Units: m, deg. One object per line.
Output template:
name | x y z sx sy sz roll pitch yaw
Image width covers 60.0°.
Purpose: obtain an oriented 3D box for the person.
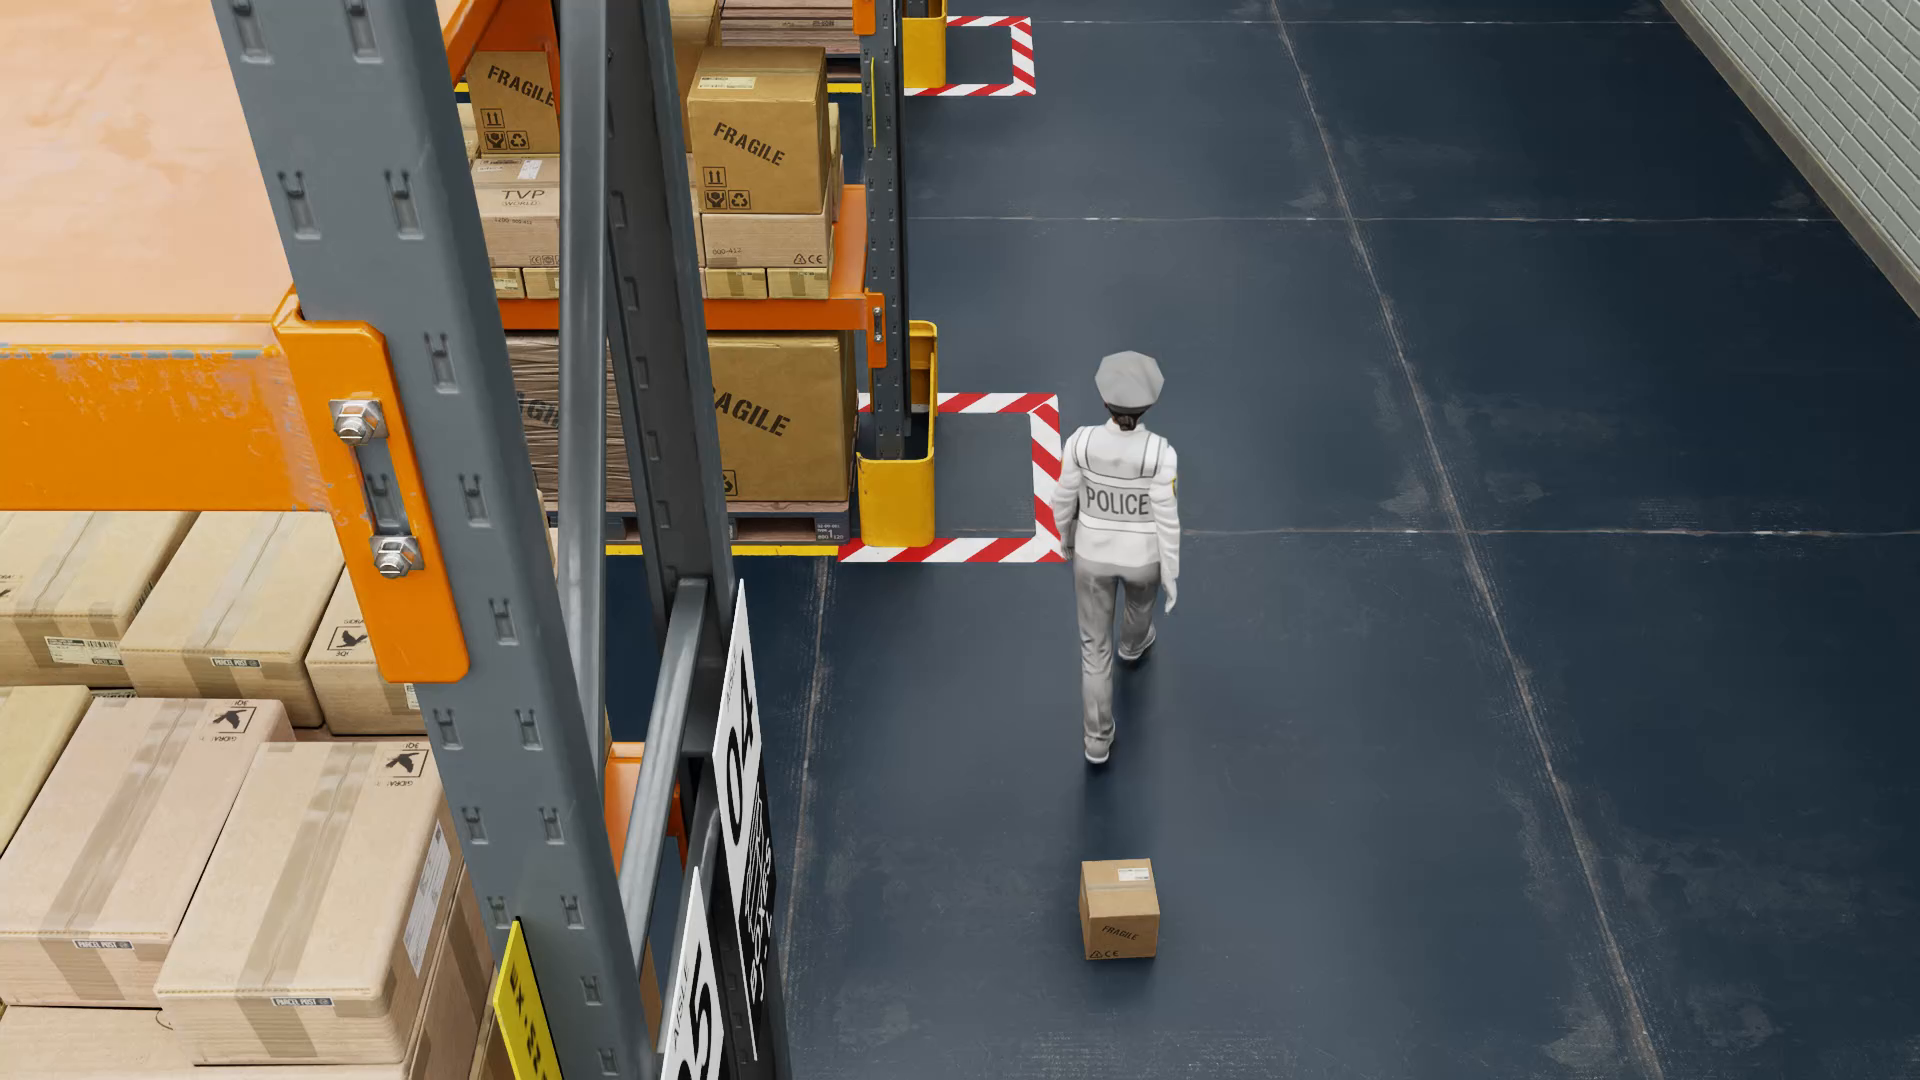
person | 0.601 0.010 6.476 0.509 1.638 0.892 5 40 5
